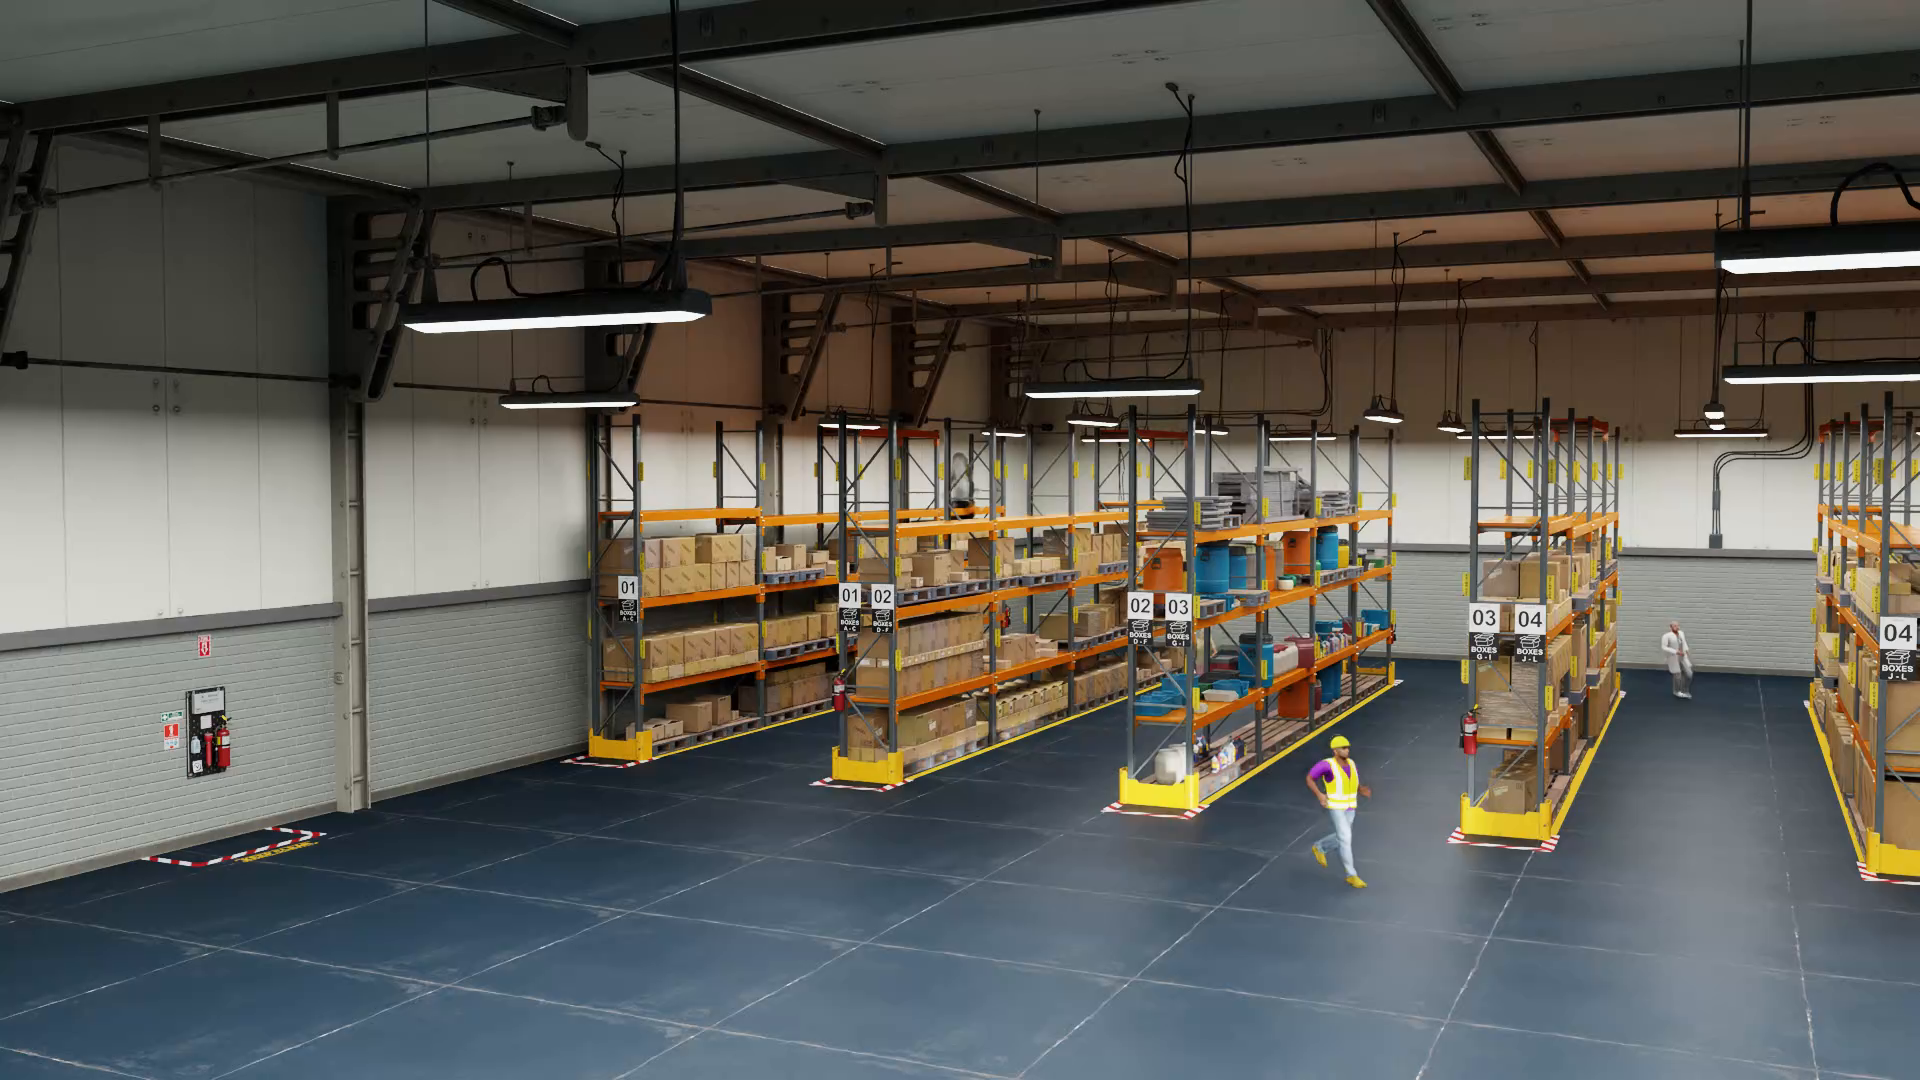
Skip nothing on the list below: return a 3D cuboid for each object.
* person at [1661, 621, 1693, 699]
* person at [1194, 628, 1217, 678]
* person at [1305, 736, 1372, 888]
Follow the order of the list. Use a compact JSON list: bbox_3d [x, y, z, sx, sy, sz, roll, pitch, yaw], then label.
[{"bbox_3d":[15.765,2.696,36.666,0.778,1.679,0.694,0,2,-8],"label":"person"},{"bbox_3d":[5.269,2.702,36.110,0.577,1.622,0.560,1,2,14],"label":"person"},{"bbox_3d":[4.633,3.280,20.328,0.700,1.773,0.968,-2,3,-33],"label":"person"}]
